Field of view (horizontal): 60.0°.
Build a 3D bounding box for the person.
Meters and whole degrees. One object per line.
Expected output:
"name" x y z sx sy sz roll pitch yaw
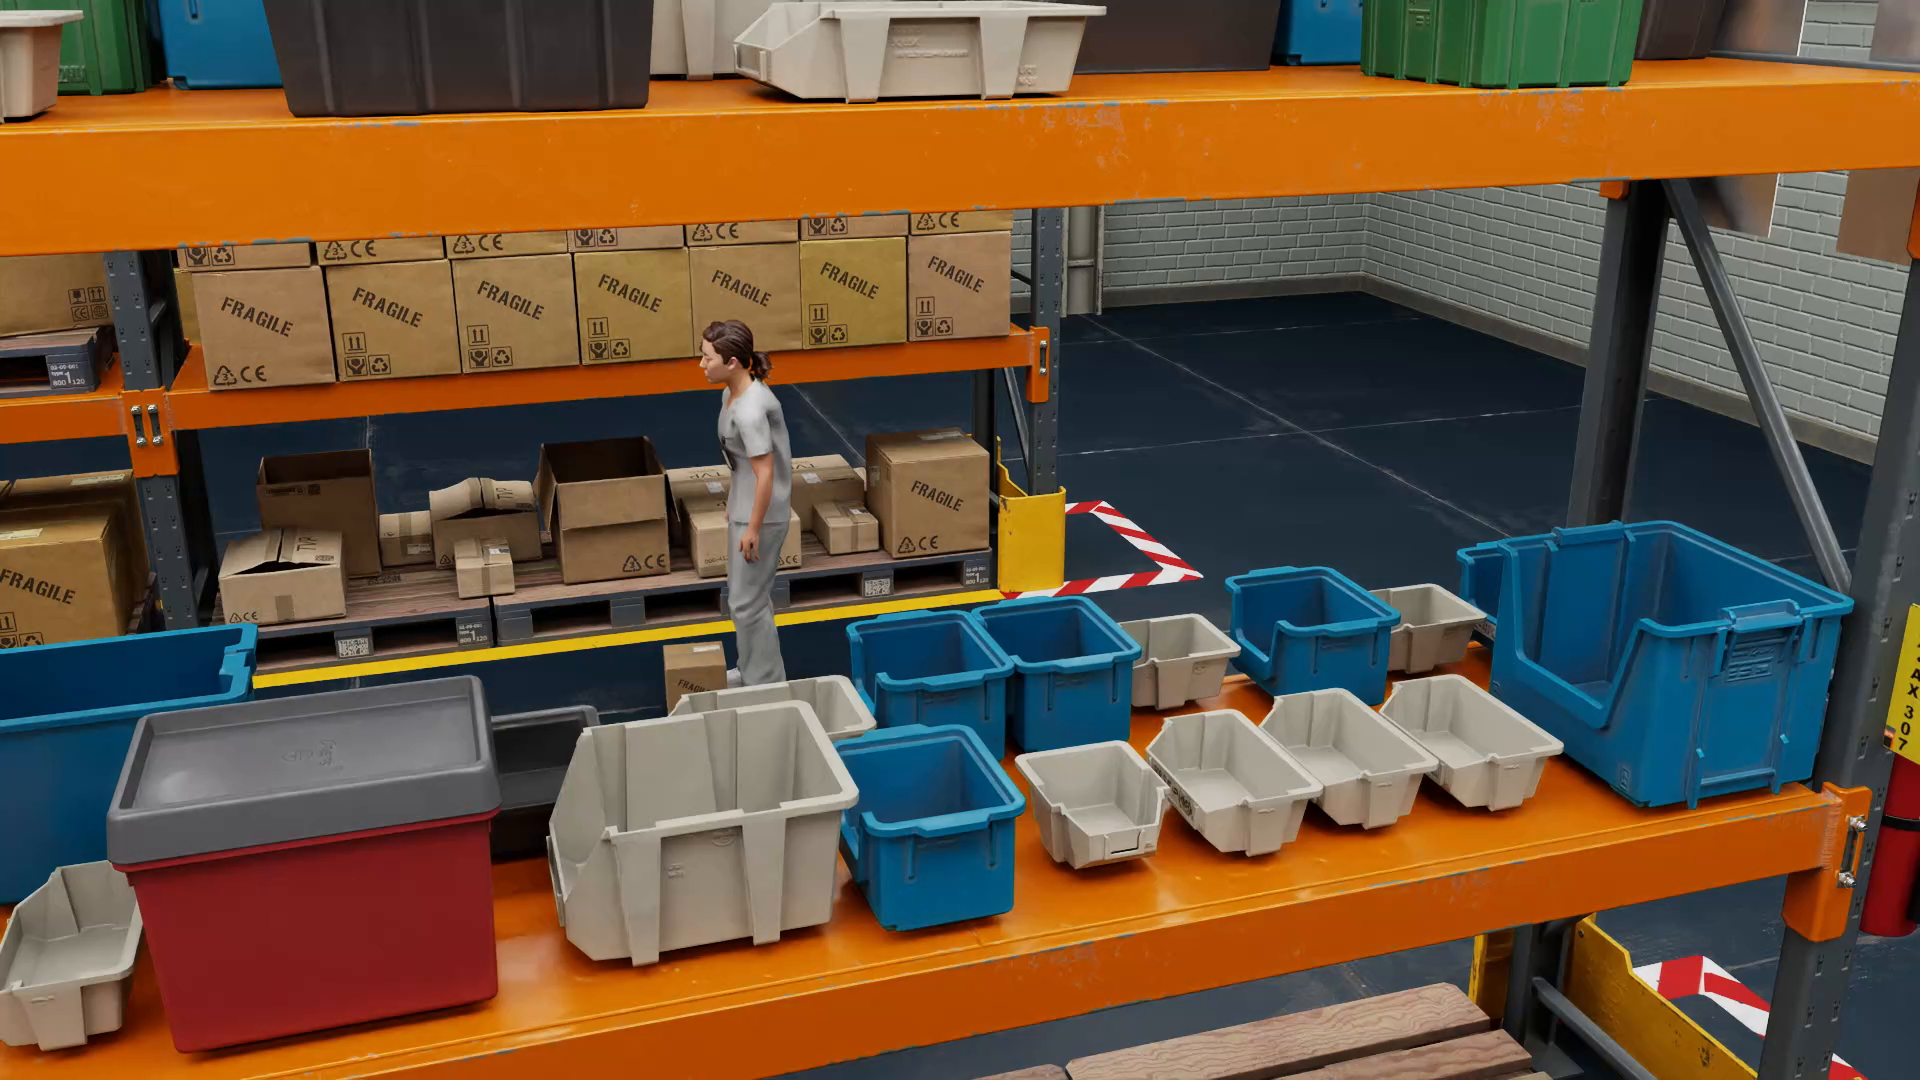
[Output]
"person" -0.872 0.020 6.867 0.364 1.437 0.514 -5 20 -13
